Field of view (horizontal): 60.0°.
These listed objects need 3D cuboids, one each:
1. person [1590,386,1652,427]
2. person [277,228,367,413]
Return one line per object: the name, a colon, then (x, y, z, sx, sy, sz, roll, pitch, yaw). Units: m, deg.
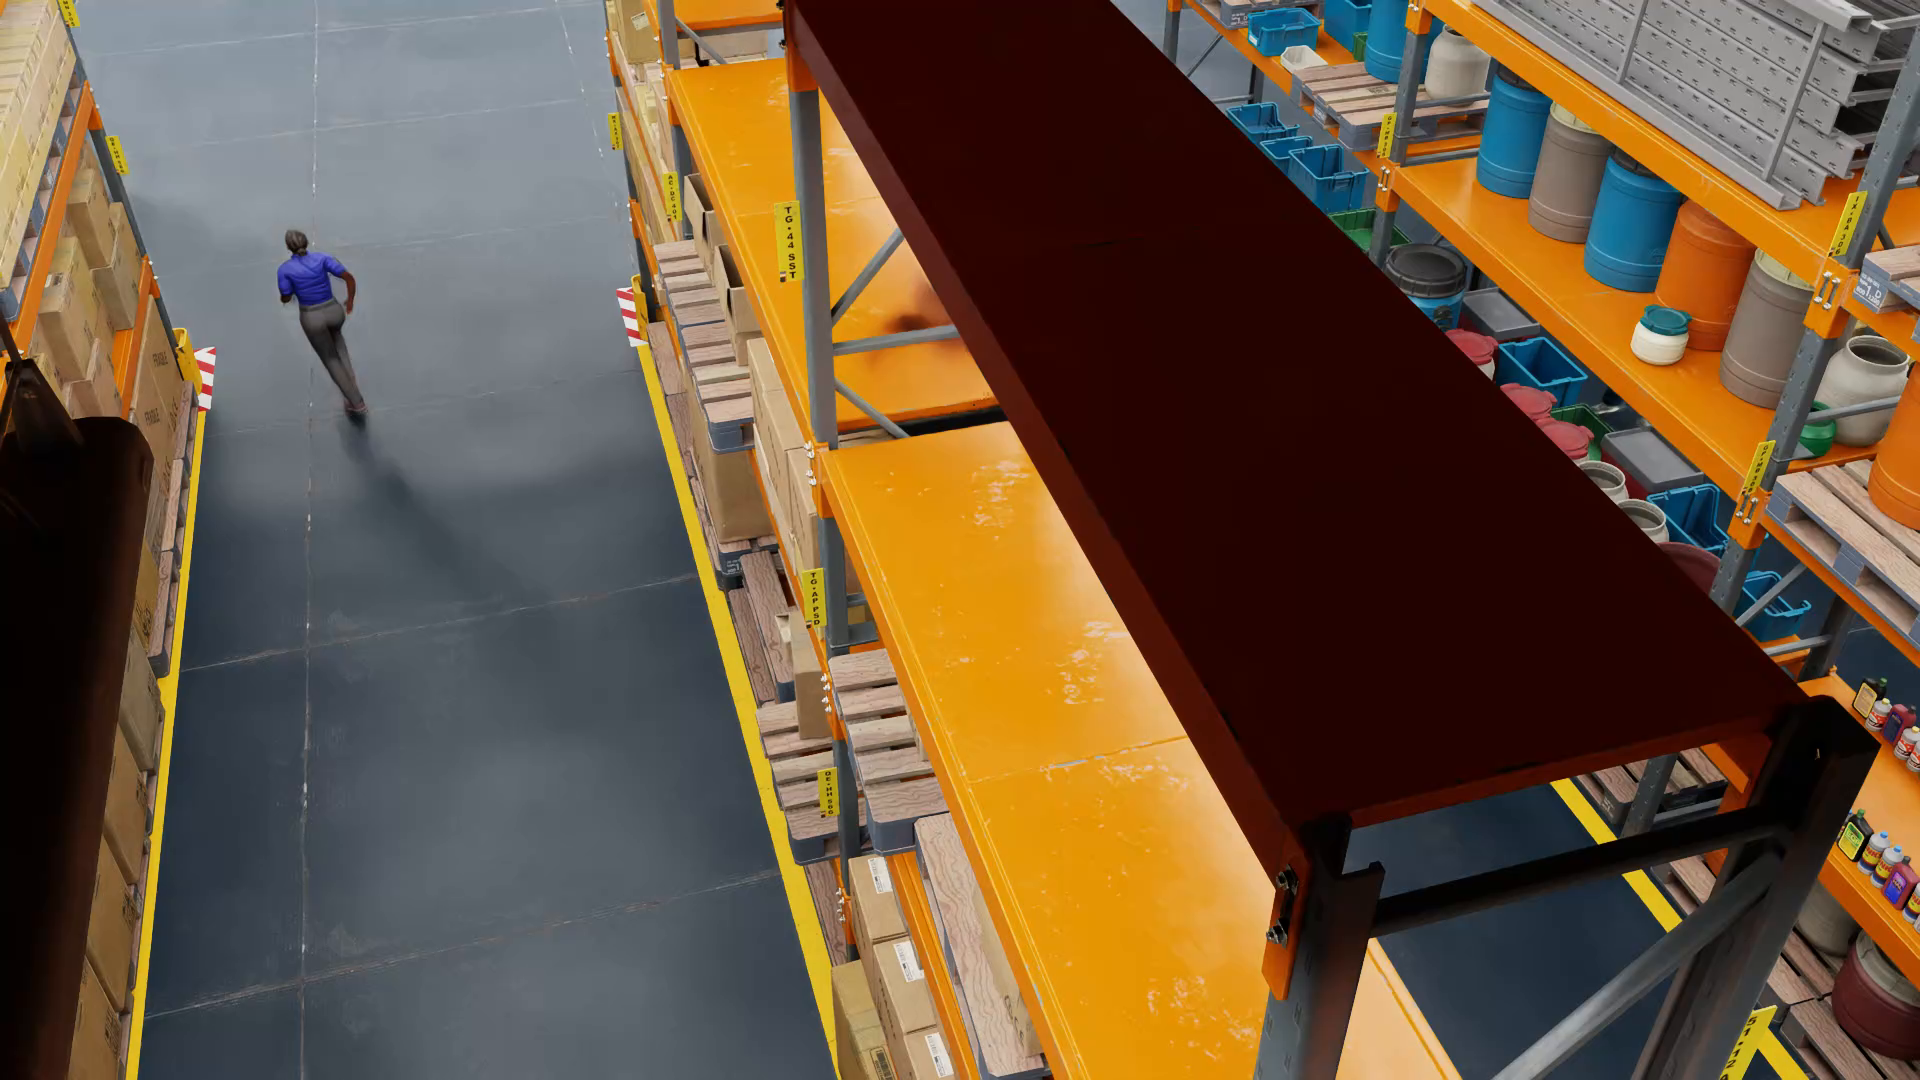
person: (5.624, -1.615, 13.563, 0.518, 1.639, 0.690, -22, 43, -25)
person: (-5.293, -1.838, 13.831, 0.554, 1.630, 0.742, -27, 46, -29)
